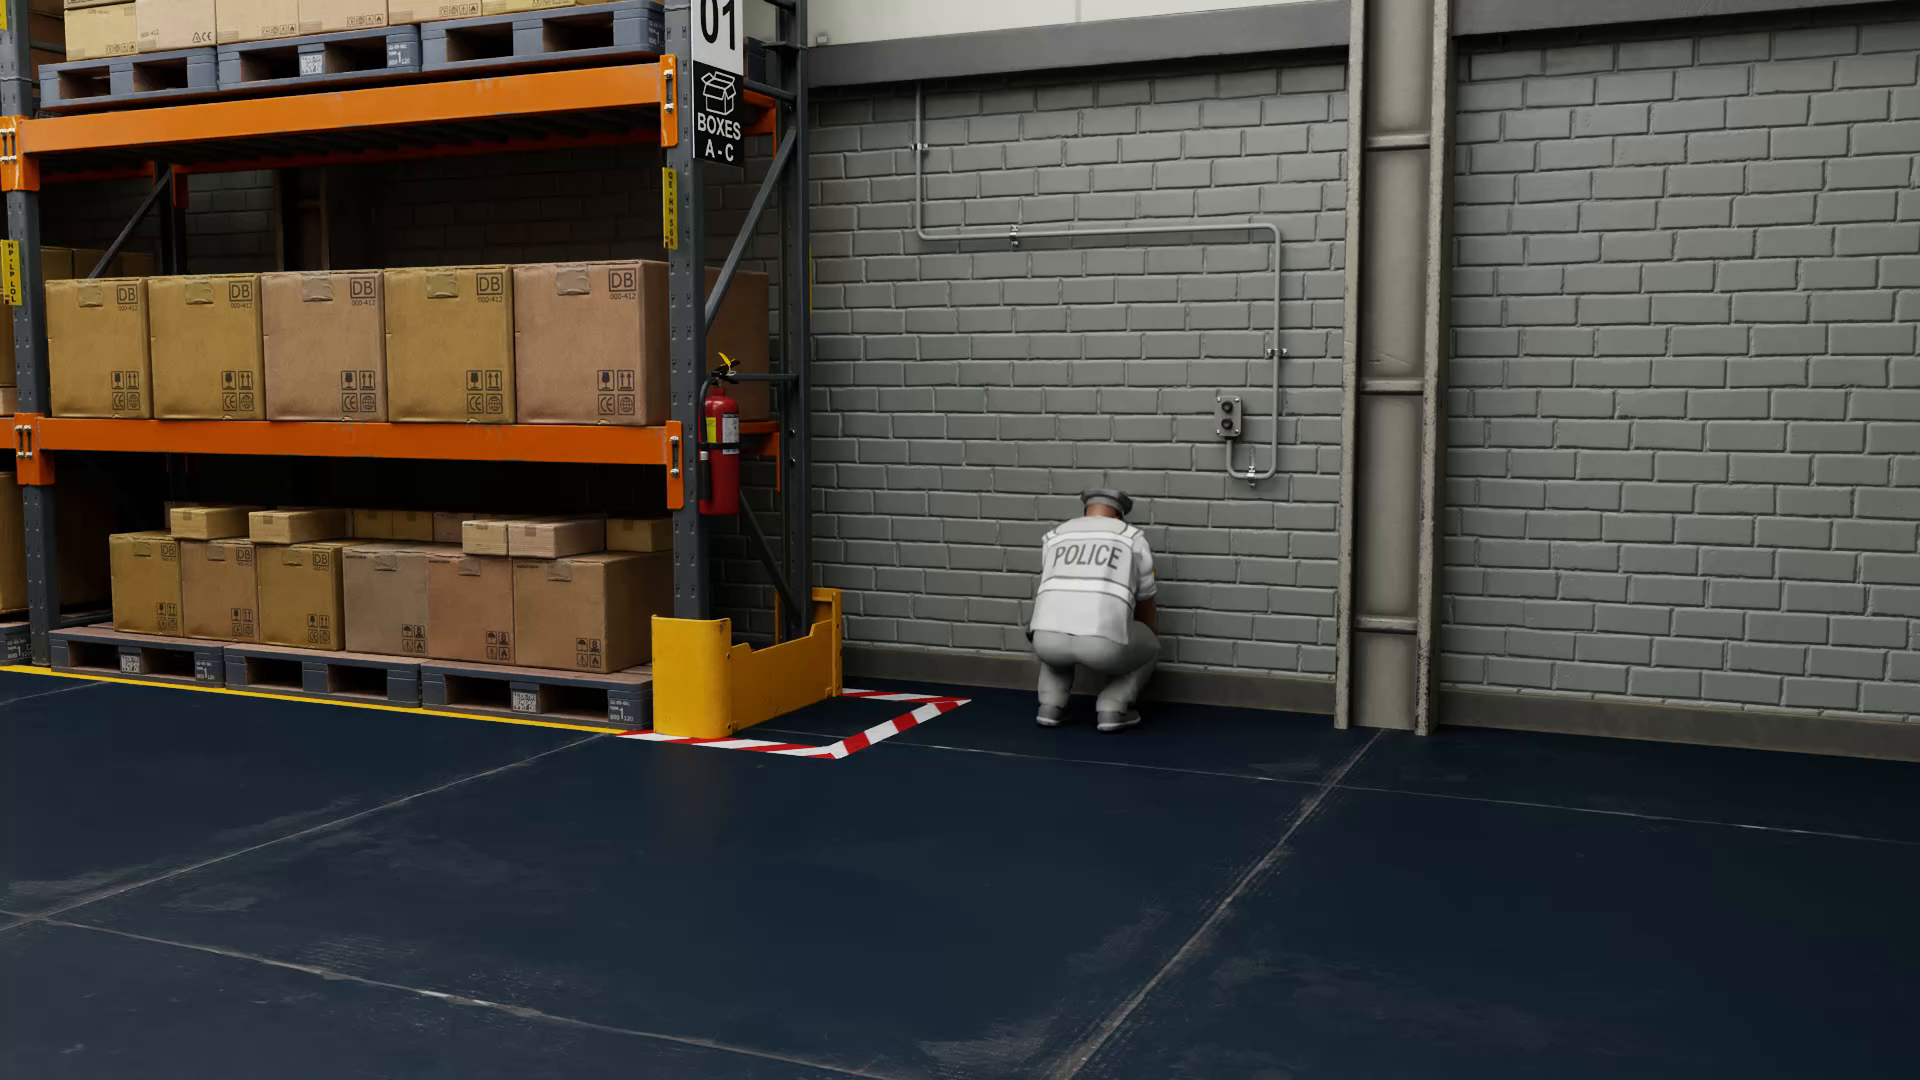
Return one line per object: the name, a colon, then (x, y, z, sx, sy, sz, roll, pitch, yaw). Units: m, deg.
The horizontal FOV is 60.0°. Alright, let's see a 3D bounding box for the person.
person: (0.601, 0.294, 7.346, 0.545, 1.021, 0.912, 2, 6, 23)
